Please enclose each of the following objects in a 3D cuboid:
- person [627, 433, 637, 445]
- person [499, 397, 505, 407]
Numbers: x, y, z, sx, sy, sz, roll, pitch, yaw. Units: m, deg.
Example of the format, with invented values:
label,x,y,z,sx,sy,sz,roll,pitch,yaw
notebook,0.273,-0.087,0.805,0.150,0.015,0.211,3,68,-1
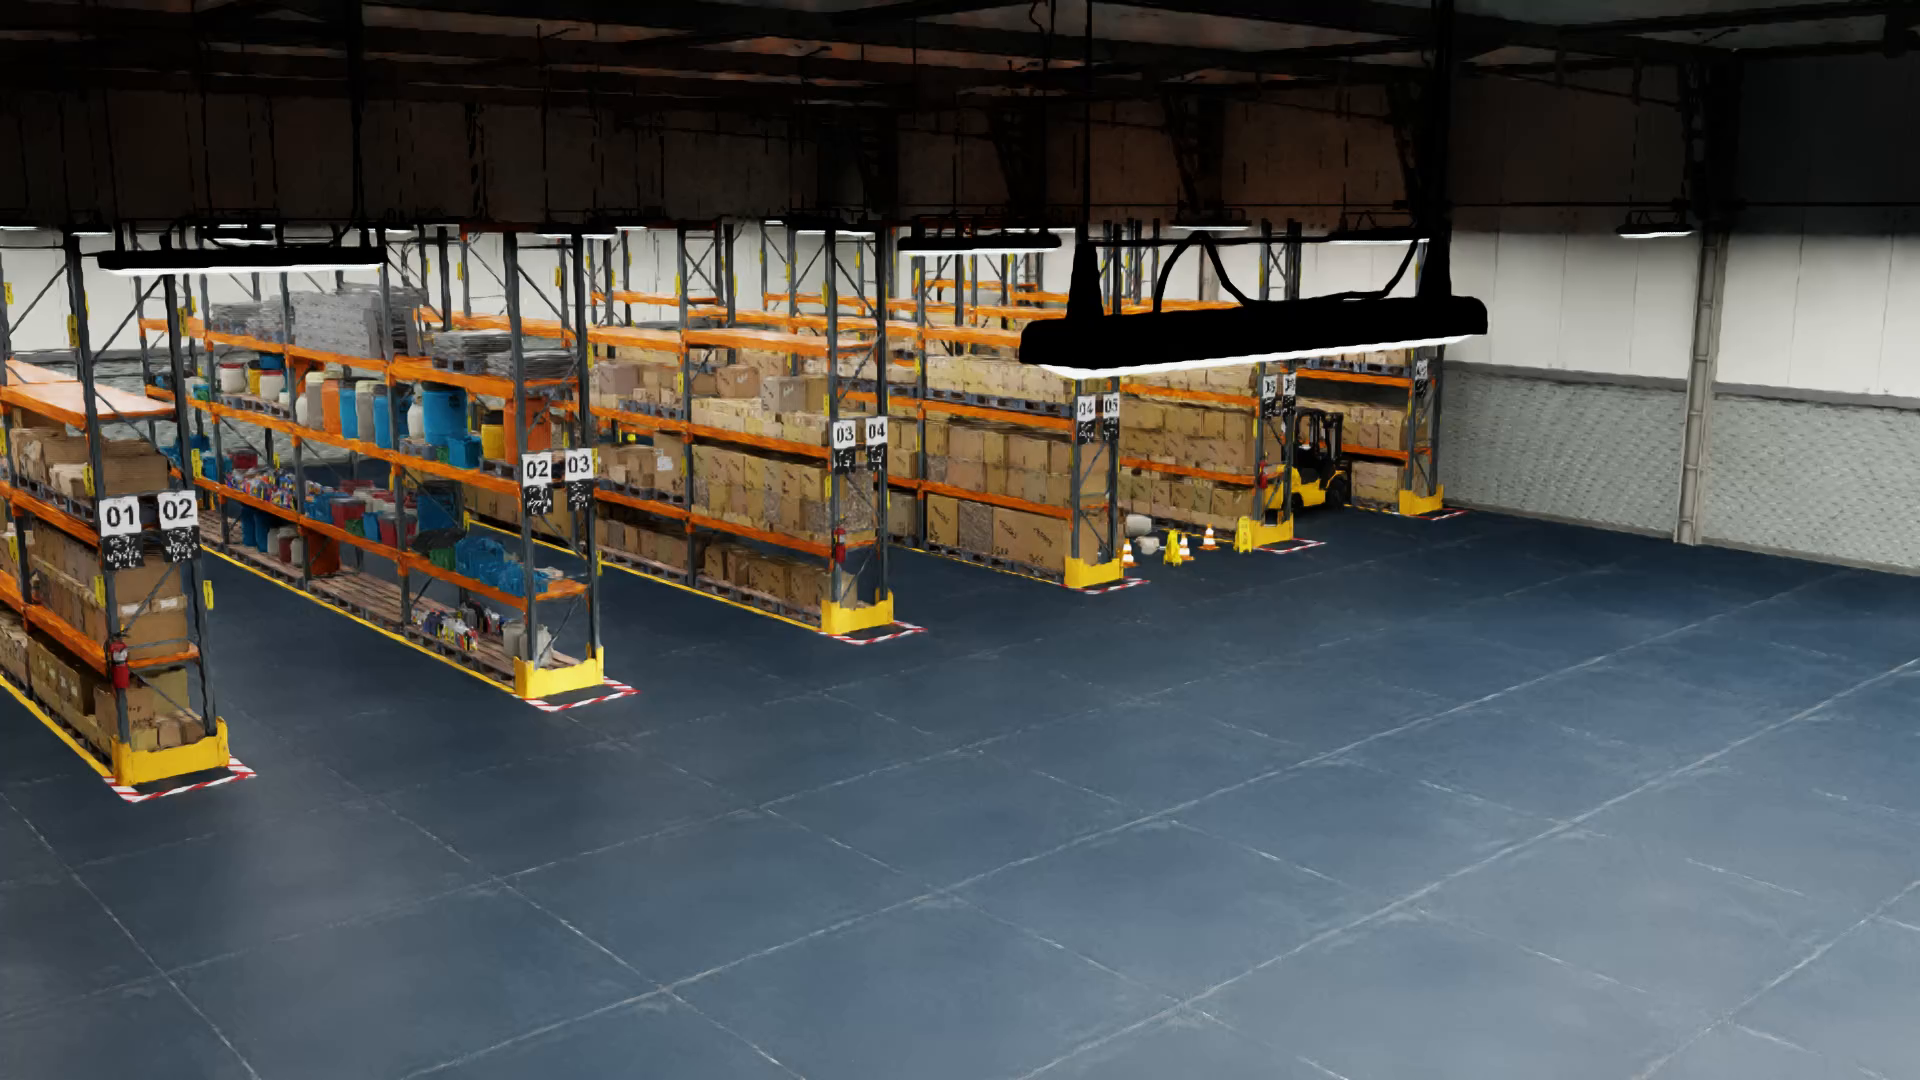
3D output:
label,x,y,z,sx,sy,sz,roll,pitch,yaw
person,-6.610,-1.288,33.681,0.645,1.772,0.464,4,12,21
person,-11.774,-3.136,42.895,0.531,1.778,0.726,2,12,9
